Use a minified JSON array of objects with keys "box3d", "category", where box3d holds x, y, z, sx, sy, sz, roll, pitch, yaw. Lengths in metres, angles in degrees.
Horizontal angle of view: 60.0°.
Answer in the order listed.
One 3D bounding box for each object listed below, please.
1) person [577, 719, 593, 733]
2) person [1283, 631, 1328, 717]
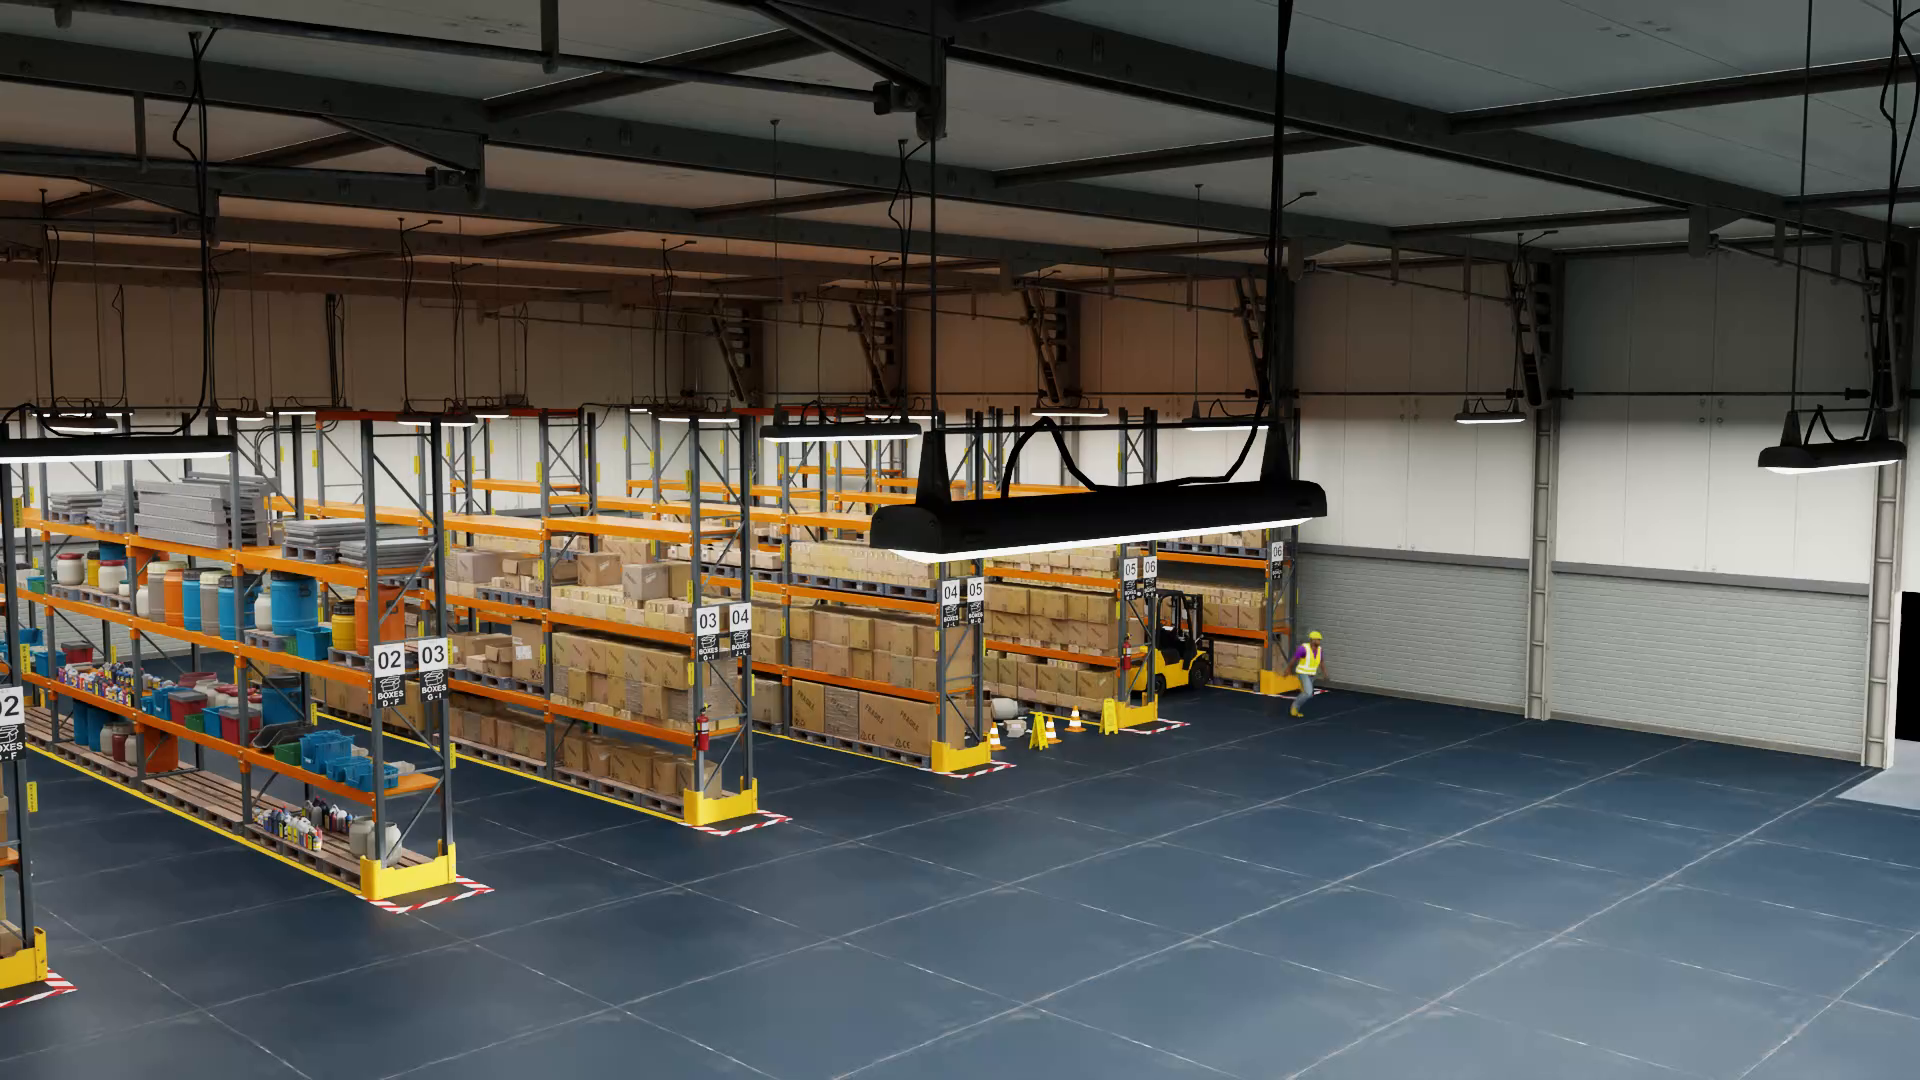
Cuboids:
[{"box3d":[-7.028,2.708,31.046,0.662,1.791,0.779,-4,7,-40],"category":"person"},{"box3d":[6.758,2.608,32.348,0.668,1.704,0.715,-4,6,-39],"category":"person"}]
